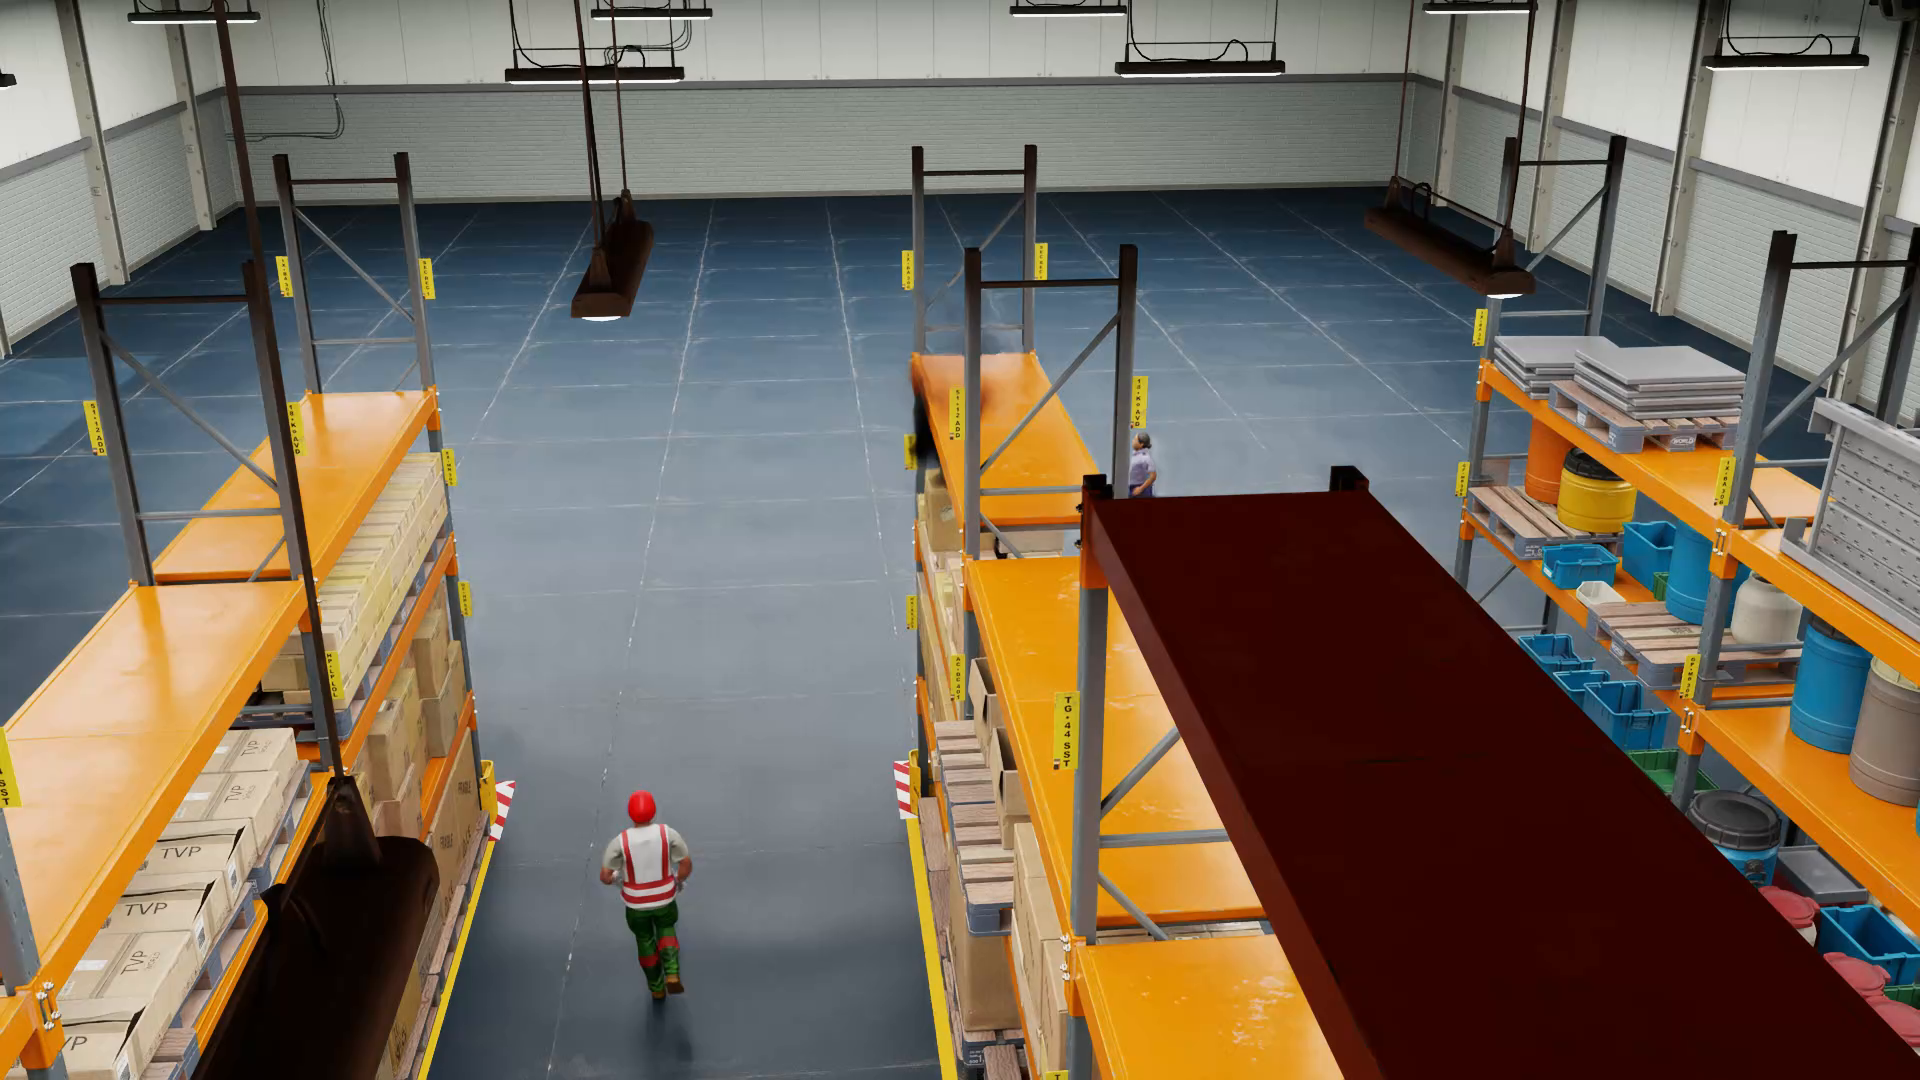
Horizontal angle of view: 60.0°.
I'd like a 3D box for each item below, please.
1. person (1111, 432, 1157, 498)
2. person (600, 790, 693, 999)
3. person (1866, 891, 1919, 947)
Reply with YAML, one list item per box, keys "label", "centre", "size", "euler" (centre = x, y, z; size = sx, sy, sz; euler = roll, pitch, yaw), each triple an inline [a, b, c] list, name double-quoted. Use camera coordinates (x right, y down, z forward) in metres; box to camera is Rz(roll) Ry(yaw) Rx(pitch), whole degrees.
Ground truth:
- label: "person"
  centre: [2.202, -0.549, 20.836]
  size: [0.661, 1.676, 0.586]
  euler: [5, 22, 13]
- label: "person"
  centre: [-2.328, 2.695, 12.472]
  size: [0.656, 1.754, 0.592]
  euler: [-7, 23, -16]
- label: "person"
  centre: [6.867, 2.833, 12.266]
  size: [0.586, 1.695, 0.661]
  euler: [-3, 22, -8]
